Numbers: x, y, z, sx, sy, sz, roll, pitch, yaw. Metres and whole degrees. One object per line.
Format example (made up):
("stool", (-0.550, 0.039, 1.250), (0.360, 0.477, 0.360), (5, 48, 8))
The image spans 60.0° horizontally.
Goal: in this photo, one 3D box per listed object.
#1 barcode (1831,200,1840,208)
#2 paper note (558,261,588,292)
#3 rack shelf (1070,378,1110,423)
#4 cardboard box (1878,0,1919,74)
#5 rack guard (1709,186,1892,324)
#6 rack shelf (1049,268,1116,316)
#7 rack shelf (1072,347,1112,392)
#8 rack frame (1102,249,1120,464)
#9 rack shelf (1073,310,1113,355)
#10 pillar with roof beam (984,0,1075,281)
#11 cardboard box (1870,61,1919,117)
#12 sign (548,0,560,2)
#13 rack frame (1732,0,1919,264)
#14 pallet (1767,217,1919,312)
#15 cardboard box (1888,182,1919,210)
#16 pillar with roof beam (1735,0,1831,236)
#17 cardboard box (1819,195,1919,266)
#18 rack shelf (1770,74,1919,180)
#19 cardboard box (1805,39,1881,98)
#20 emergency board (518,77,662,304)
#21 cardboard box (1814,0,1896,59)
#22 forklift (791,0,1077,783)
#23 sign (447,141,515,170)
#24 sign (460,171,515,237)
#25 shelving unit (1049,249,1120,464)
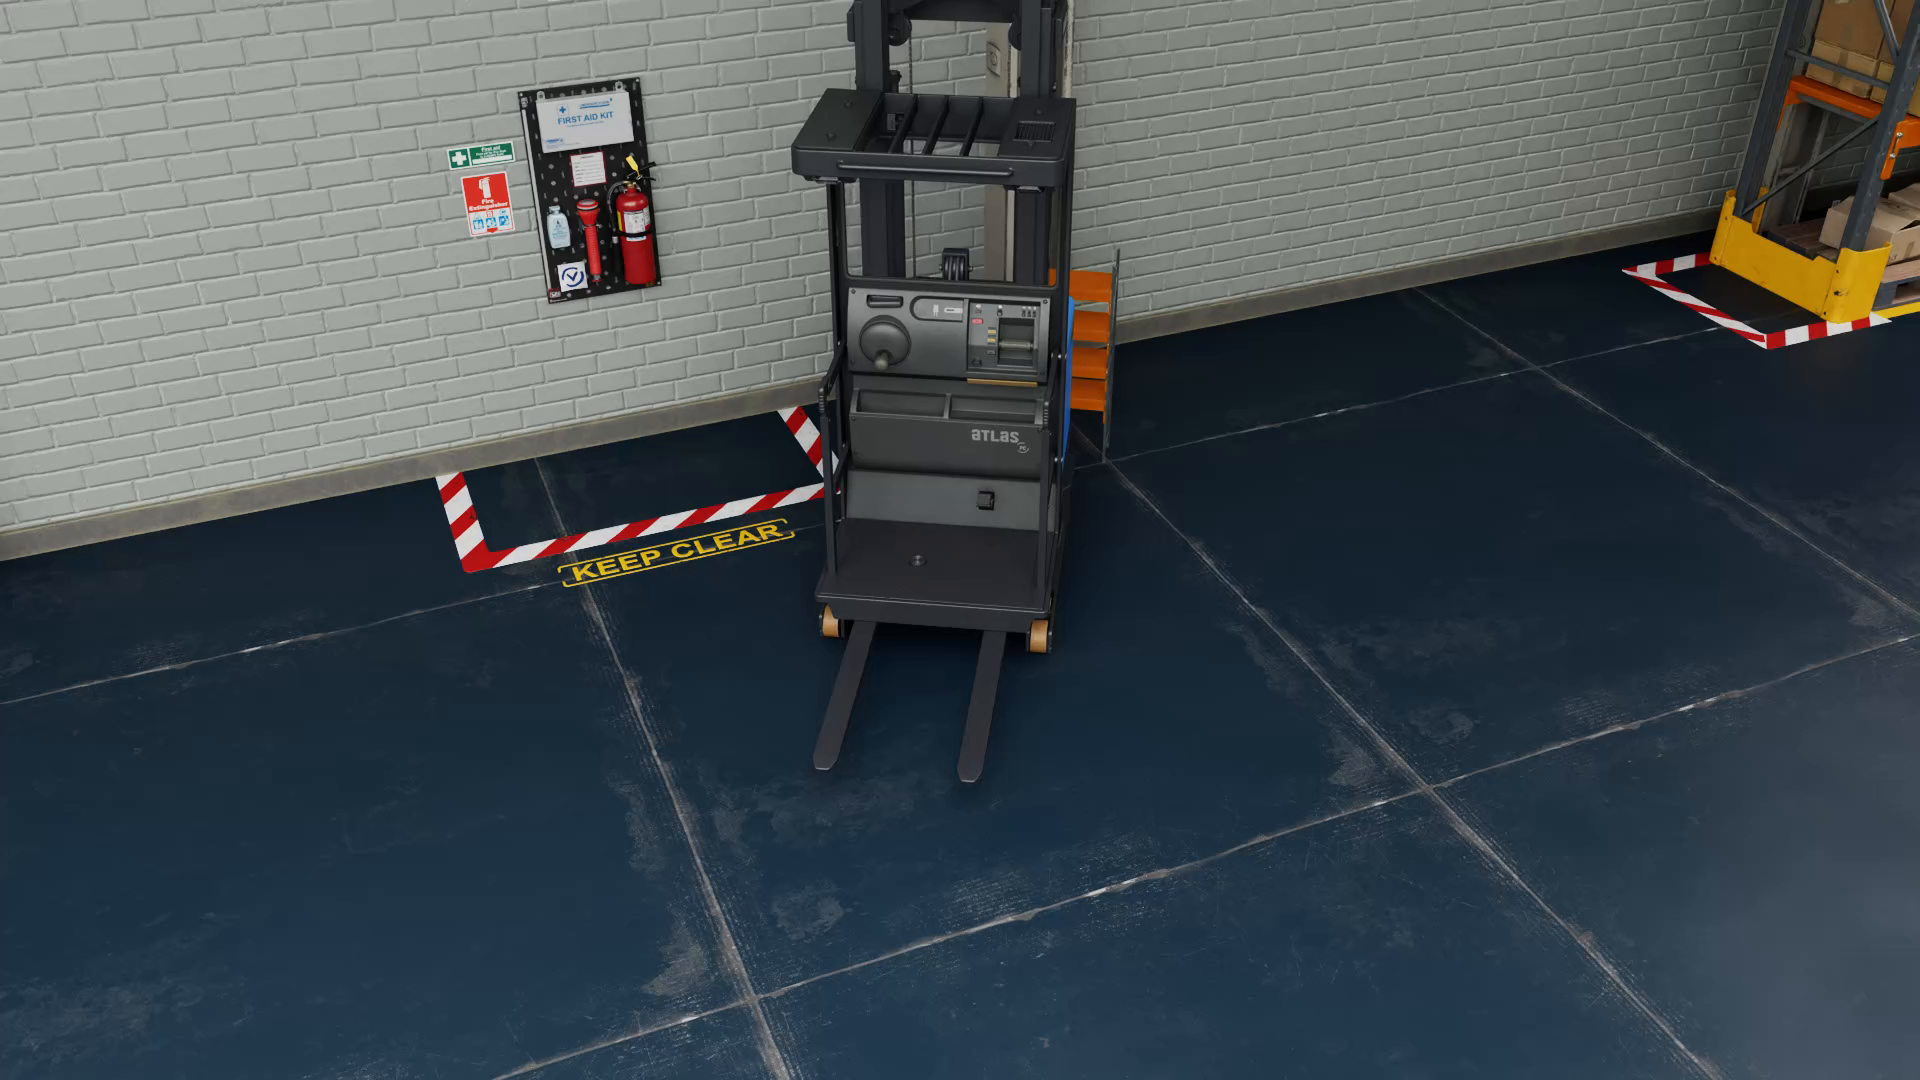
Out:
("barcode", (6.144, -2.351, 11.667), (0.075, 0.075, 0.001), (-13, 35, -19))
("paper note", (-2.096, -1.426, 8.999), (0.142, 0.148, 0.016), (-13, 35, -19))
("rack shelf", (0.594, -0.803, 9.371), (0.480, 0.148, 0.258), (6, 34, 9))
("cardboard box", (6.166, -3.194, 10.340), (0.500, 0.500, 0.500), (-13, 35, -19))
("rack guard", (5.679, -1.953, 11.292), (0.348, 0.500, 1.175), (-13, 35, -19))
("rack shelf", (0.594, -1.355, 9.012), (0.480, 0.148, 0.258), (6, 34, 9))
("rack shelf", (0.594, -0.969, 9.263), (0.480, 0.148, 0.258), (6, 34, 9))
("rack frame", (0.833, -1.001, 9.188), (0.015, 1.200, 0.240), (6, 34, 9))
("rack shelf", (0.594, -1.157, 9.141), (0.480, 0.148, 0.258), (6, 34, 9))
("pillar with roof beam", (2.054, -2.650, 4.572), (0.400, 9.000, 9.100), (-13, 35, -19))
("cardboard box", (6.182, -2.873, 10.534), (0.500, 0.250, 0.500), (-14, 36, -20))
("sign", (-1.952, -2.818, 8.205), (0.199, 0.298, 0.001), (-13, 35, -19))
("rack frame", (5.609, -2.984, 10.586), (0.127, 3.000, 1.000), (-13, 35, -19))
("pallet", (6.442, -1.985, 11.608), (1.213, 0.211, 1.003), (-13, 35, -19))
("cardboard box", (6.808, -2.263, 11.539), (0.500, 0.311, 0.500), (-10, 34, -15))
("pillar with roof beam", (7.586, -3.917, 6.519), (0.400, 9.000, 9.100), (-13, 35, -19))
("cardboard box", (6.282, -2.142, 11.354), (0.500, 0.311, 0.500), (-17, 37, -24))
("rack shelf", (7.453, -3.105, 11.431), (4.000, 0.370, 1.077), (-13, 35, -19))
("cardboard box", (5.965, -3.126, 10.923), (0.500, 0.250, 0.500), (-12, 35, -18))
("emergency board", (-1.906, -1.798, 8.762), (0.643, 1.169, 0.194), (-13, 35, -19))
("cardboard box", (5.962, -3.450, 10.734), (0.500, 0.500, 0.500), (-13, 35, -19))
("forklift", (-0.079, -0.892, 7.433), (1.130, 2.935, 3.031), (4, 33, 6))
("sign", (-2.448, -1.966, 8.503), (0.331, 0.109, 0.001), (-13, 35, -19))
("sign", (-2.455, -1.748, 8.653), (0.234, 0.329, 0.001), (-13, 35, -19))
("shelving unit", (0.594, -1.026, 9.226), (0.503, 1.200, 0.258), (6, 34, 9))
